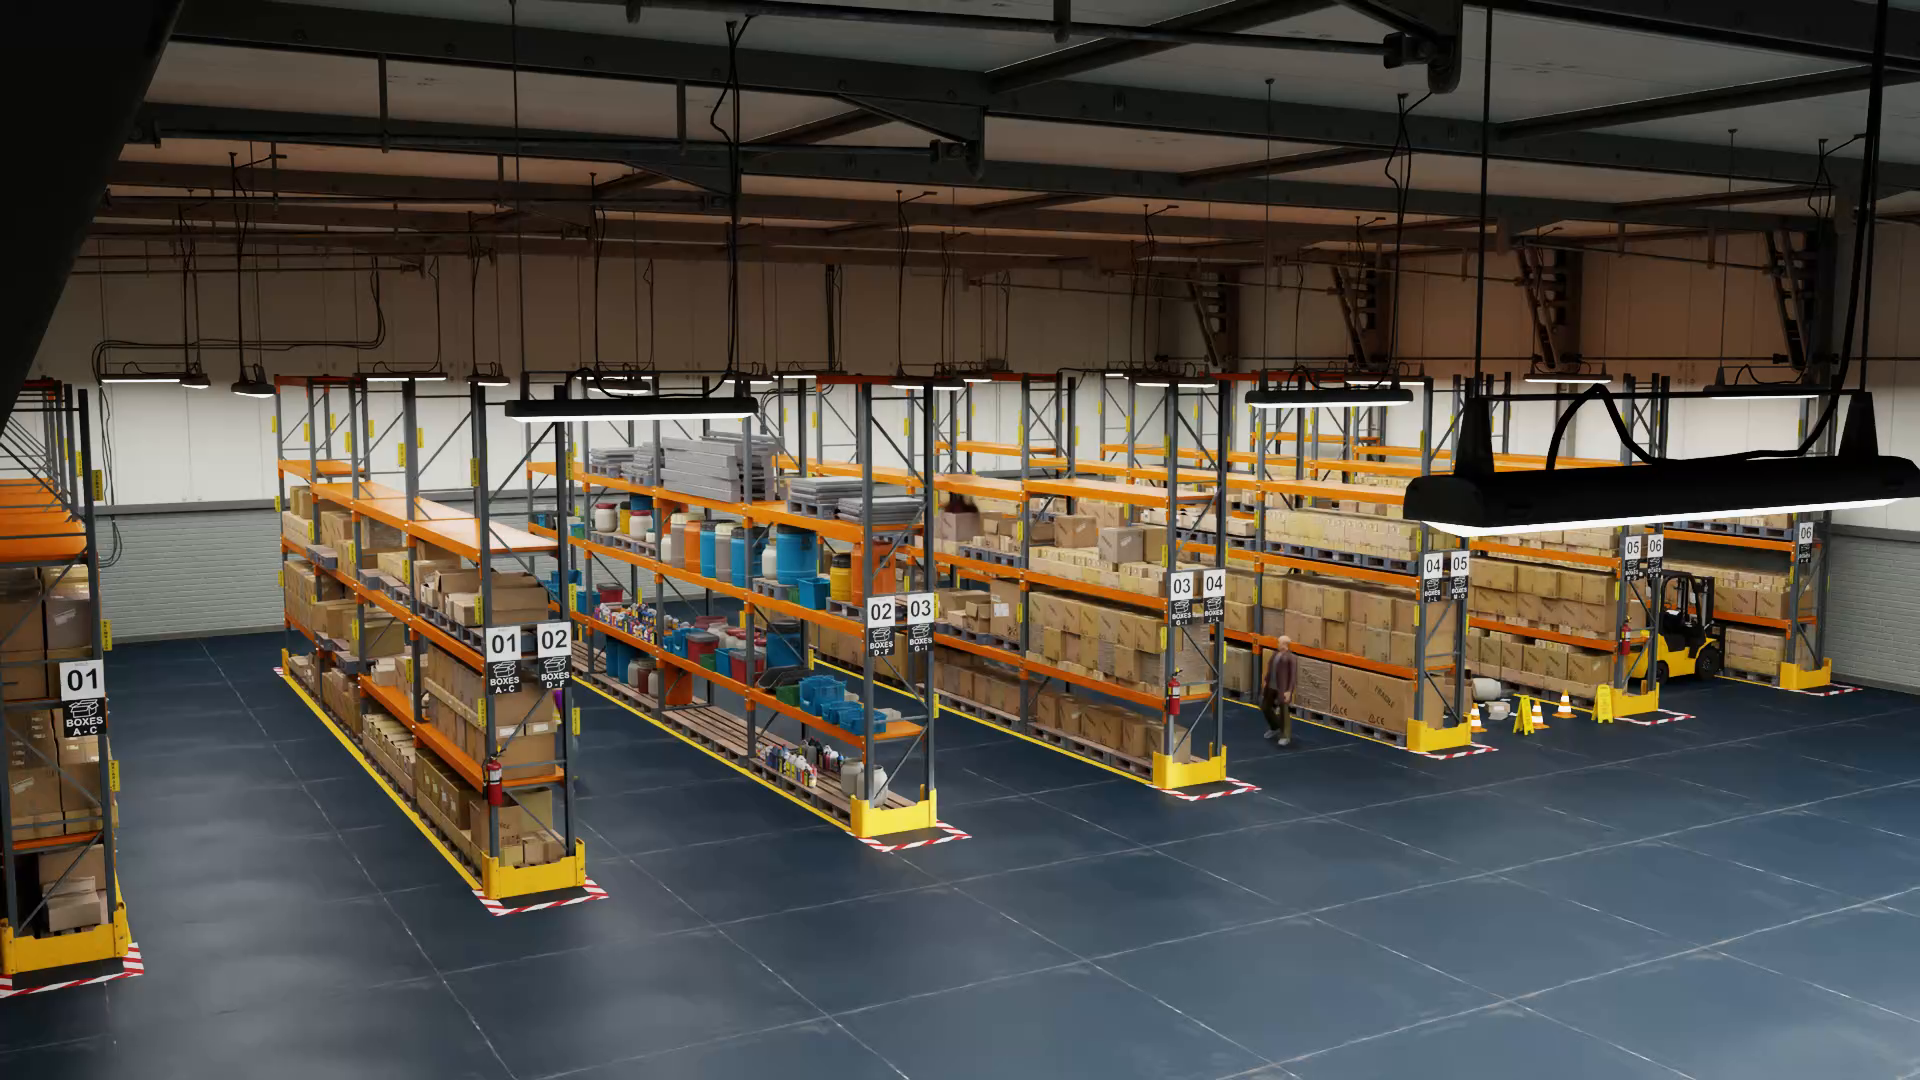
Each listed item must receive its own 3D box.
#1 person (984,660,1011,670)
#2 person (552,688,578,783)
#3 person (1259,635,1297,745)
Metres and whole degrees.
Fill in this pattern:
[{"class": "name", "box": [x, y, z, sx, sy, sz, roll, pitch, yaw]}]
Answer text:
[{"class": "person", "box": [0.667, 1.746, 32.922, 0.552, 1.614, 0.958, -3, 7, -25]}, {"class": "person", "box": [-5.911, 2.776, 24.919, 0.457, 1.814, 0.600, 0, 6, 1]}, {"class": "person", "box": [5.248, 2.451, 27.392, 0.528, 1.791, 0.673, -6, 8, -42]}]
